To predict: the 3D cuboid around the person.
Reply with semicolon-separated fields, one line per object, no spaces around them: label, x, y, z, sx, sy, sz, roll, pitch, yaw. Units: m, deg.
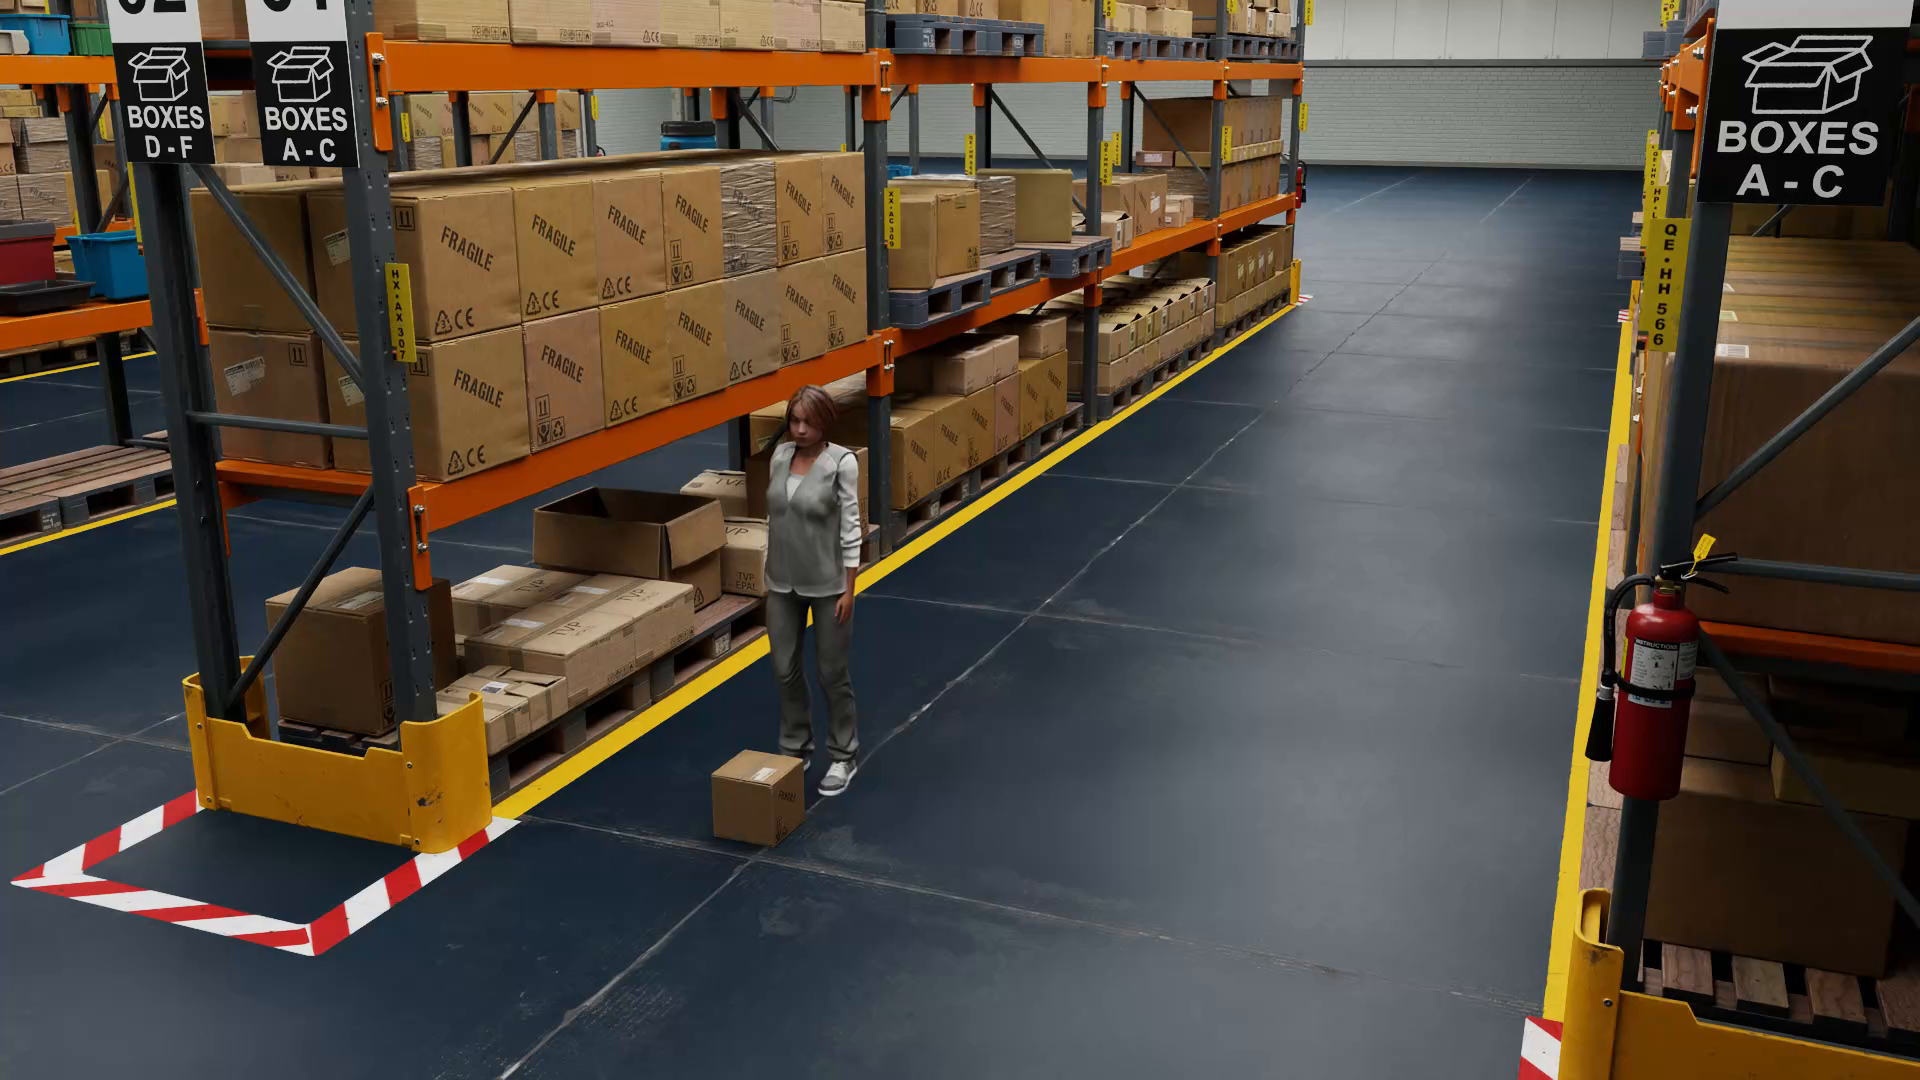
person;-0.560;0.193;6.376;0.406;1.600;0.311;7;17;22
